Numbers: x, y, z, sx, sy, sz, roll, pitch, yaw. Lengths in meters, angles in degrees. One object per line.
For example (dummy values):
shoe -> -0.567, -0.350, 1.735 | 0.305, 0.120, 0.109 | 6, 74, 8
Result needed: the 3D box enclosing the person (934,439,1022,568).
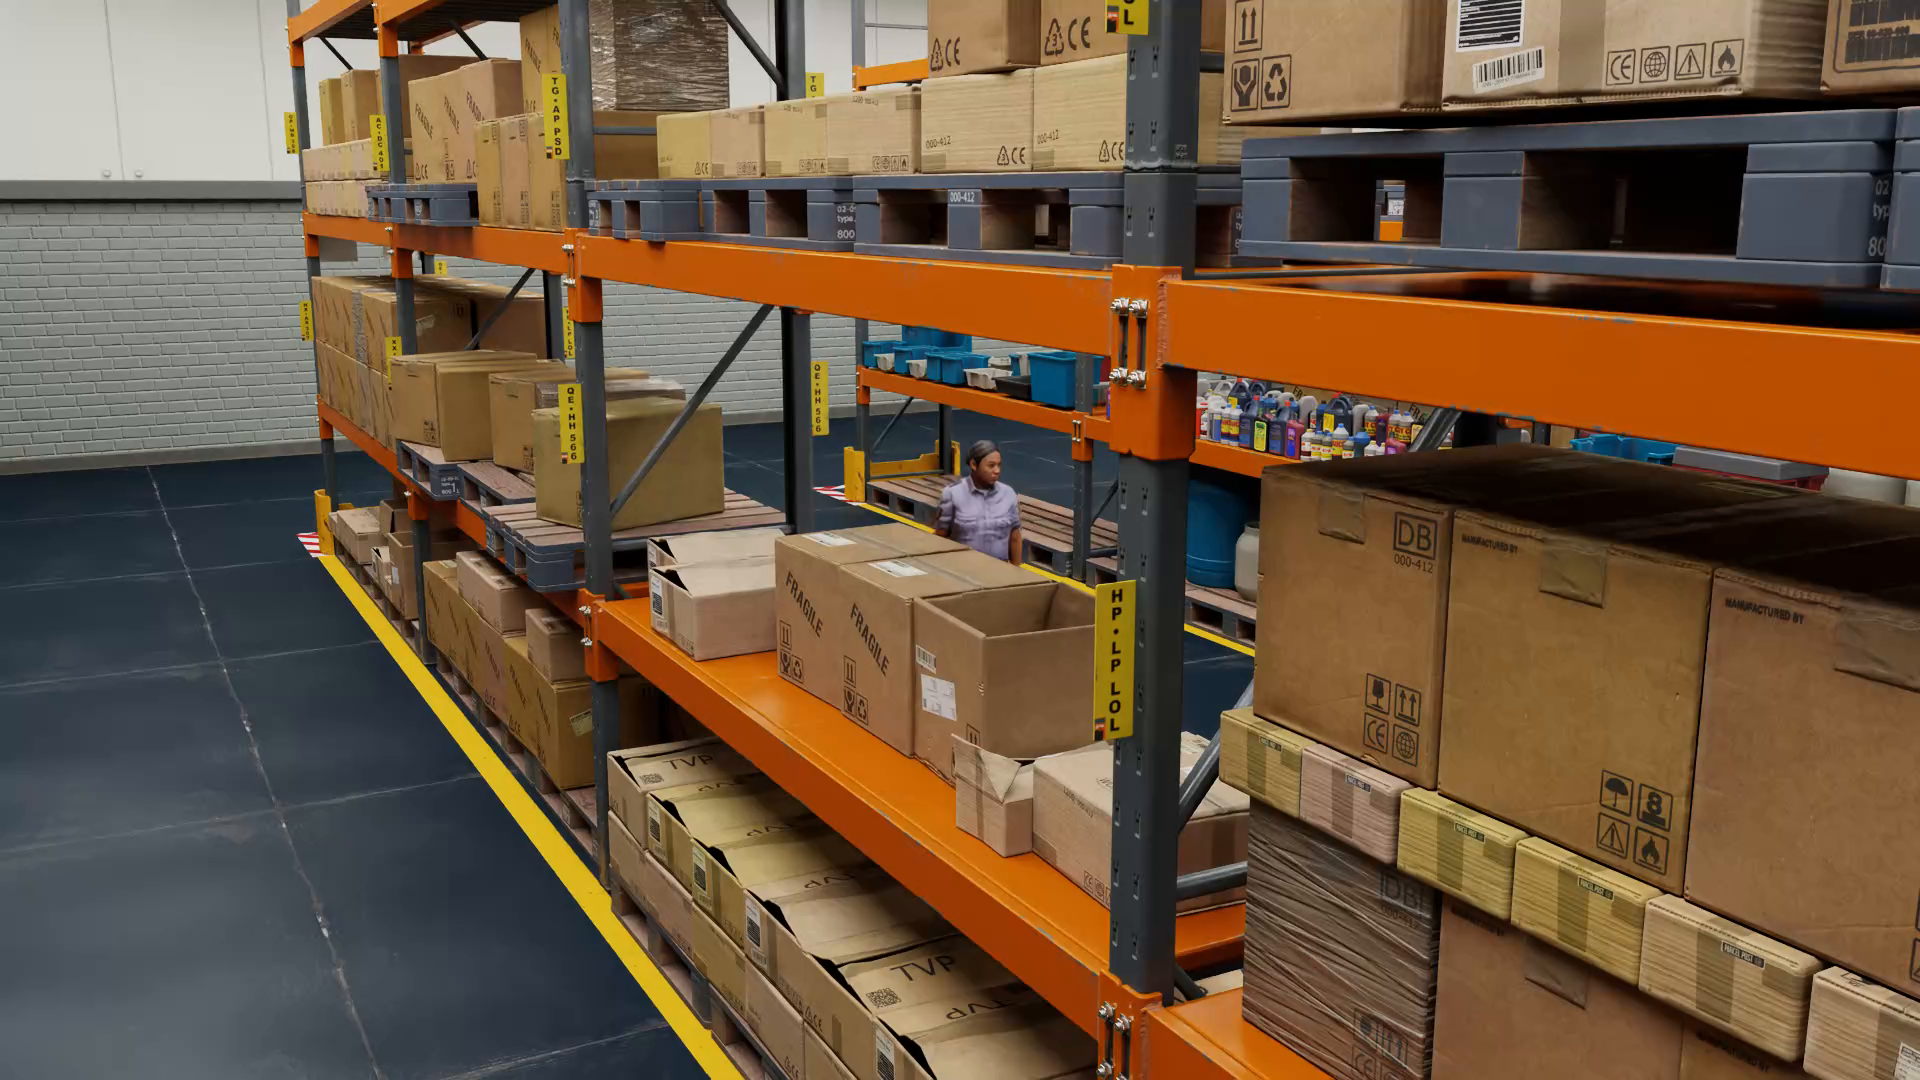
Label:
person -> 0.050, 0.264, 9.353 | 0.596, 1.703, 0.499 | -4, 12, -18
